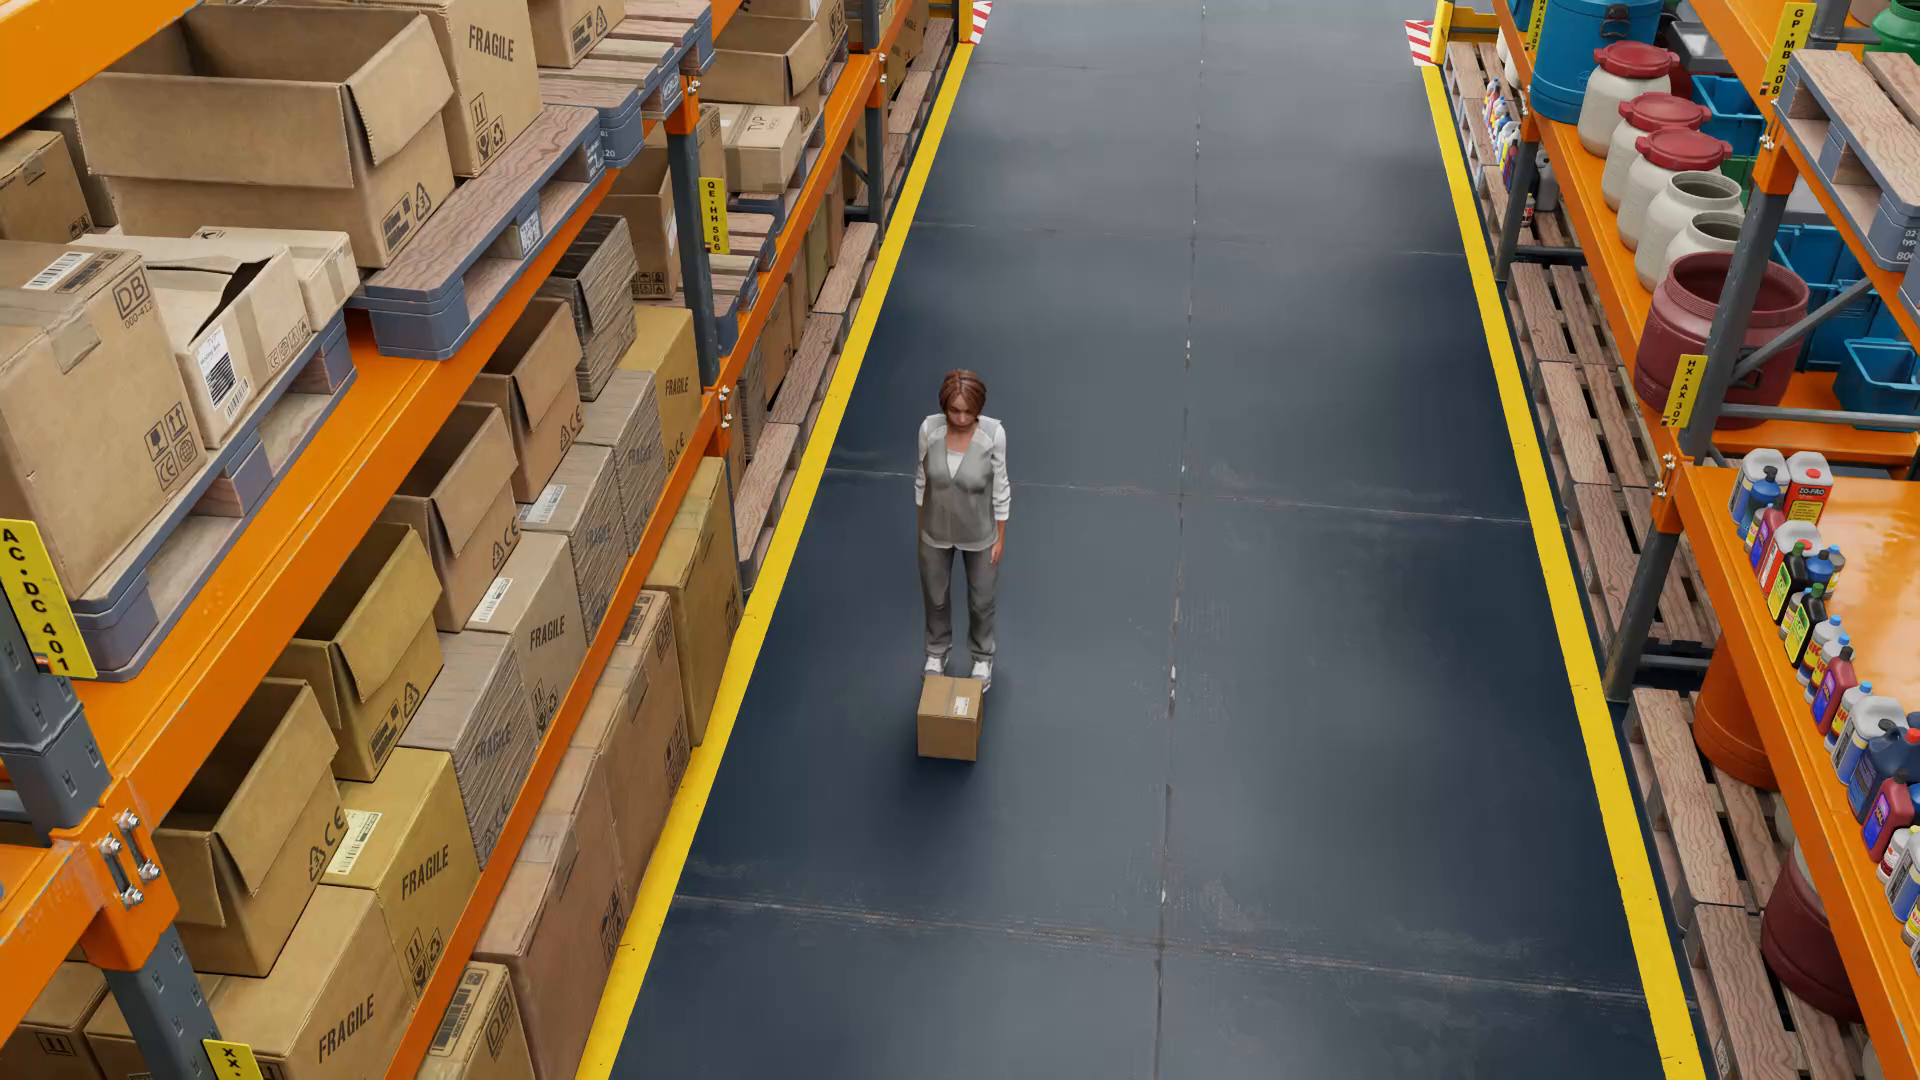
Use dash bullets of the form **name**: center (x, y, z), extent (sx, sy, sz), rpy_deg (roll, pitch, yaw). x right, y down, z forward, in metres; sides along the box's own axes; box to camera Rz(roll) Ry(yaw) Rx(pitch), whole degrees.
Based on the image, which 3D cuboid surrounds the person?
- **person**: center (0.011, -0.016, 7.082), extent (0.406, 1.582, 0.303), rpy_deg (5, 37, 7)
